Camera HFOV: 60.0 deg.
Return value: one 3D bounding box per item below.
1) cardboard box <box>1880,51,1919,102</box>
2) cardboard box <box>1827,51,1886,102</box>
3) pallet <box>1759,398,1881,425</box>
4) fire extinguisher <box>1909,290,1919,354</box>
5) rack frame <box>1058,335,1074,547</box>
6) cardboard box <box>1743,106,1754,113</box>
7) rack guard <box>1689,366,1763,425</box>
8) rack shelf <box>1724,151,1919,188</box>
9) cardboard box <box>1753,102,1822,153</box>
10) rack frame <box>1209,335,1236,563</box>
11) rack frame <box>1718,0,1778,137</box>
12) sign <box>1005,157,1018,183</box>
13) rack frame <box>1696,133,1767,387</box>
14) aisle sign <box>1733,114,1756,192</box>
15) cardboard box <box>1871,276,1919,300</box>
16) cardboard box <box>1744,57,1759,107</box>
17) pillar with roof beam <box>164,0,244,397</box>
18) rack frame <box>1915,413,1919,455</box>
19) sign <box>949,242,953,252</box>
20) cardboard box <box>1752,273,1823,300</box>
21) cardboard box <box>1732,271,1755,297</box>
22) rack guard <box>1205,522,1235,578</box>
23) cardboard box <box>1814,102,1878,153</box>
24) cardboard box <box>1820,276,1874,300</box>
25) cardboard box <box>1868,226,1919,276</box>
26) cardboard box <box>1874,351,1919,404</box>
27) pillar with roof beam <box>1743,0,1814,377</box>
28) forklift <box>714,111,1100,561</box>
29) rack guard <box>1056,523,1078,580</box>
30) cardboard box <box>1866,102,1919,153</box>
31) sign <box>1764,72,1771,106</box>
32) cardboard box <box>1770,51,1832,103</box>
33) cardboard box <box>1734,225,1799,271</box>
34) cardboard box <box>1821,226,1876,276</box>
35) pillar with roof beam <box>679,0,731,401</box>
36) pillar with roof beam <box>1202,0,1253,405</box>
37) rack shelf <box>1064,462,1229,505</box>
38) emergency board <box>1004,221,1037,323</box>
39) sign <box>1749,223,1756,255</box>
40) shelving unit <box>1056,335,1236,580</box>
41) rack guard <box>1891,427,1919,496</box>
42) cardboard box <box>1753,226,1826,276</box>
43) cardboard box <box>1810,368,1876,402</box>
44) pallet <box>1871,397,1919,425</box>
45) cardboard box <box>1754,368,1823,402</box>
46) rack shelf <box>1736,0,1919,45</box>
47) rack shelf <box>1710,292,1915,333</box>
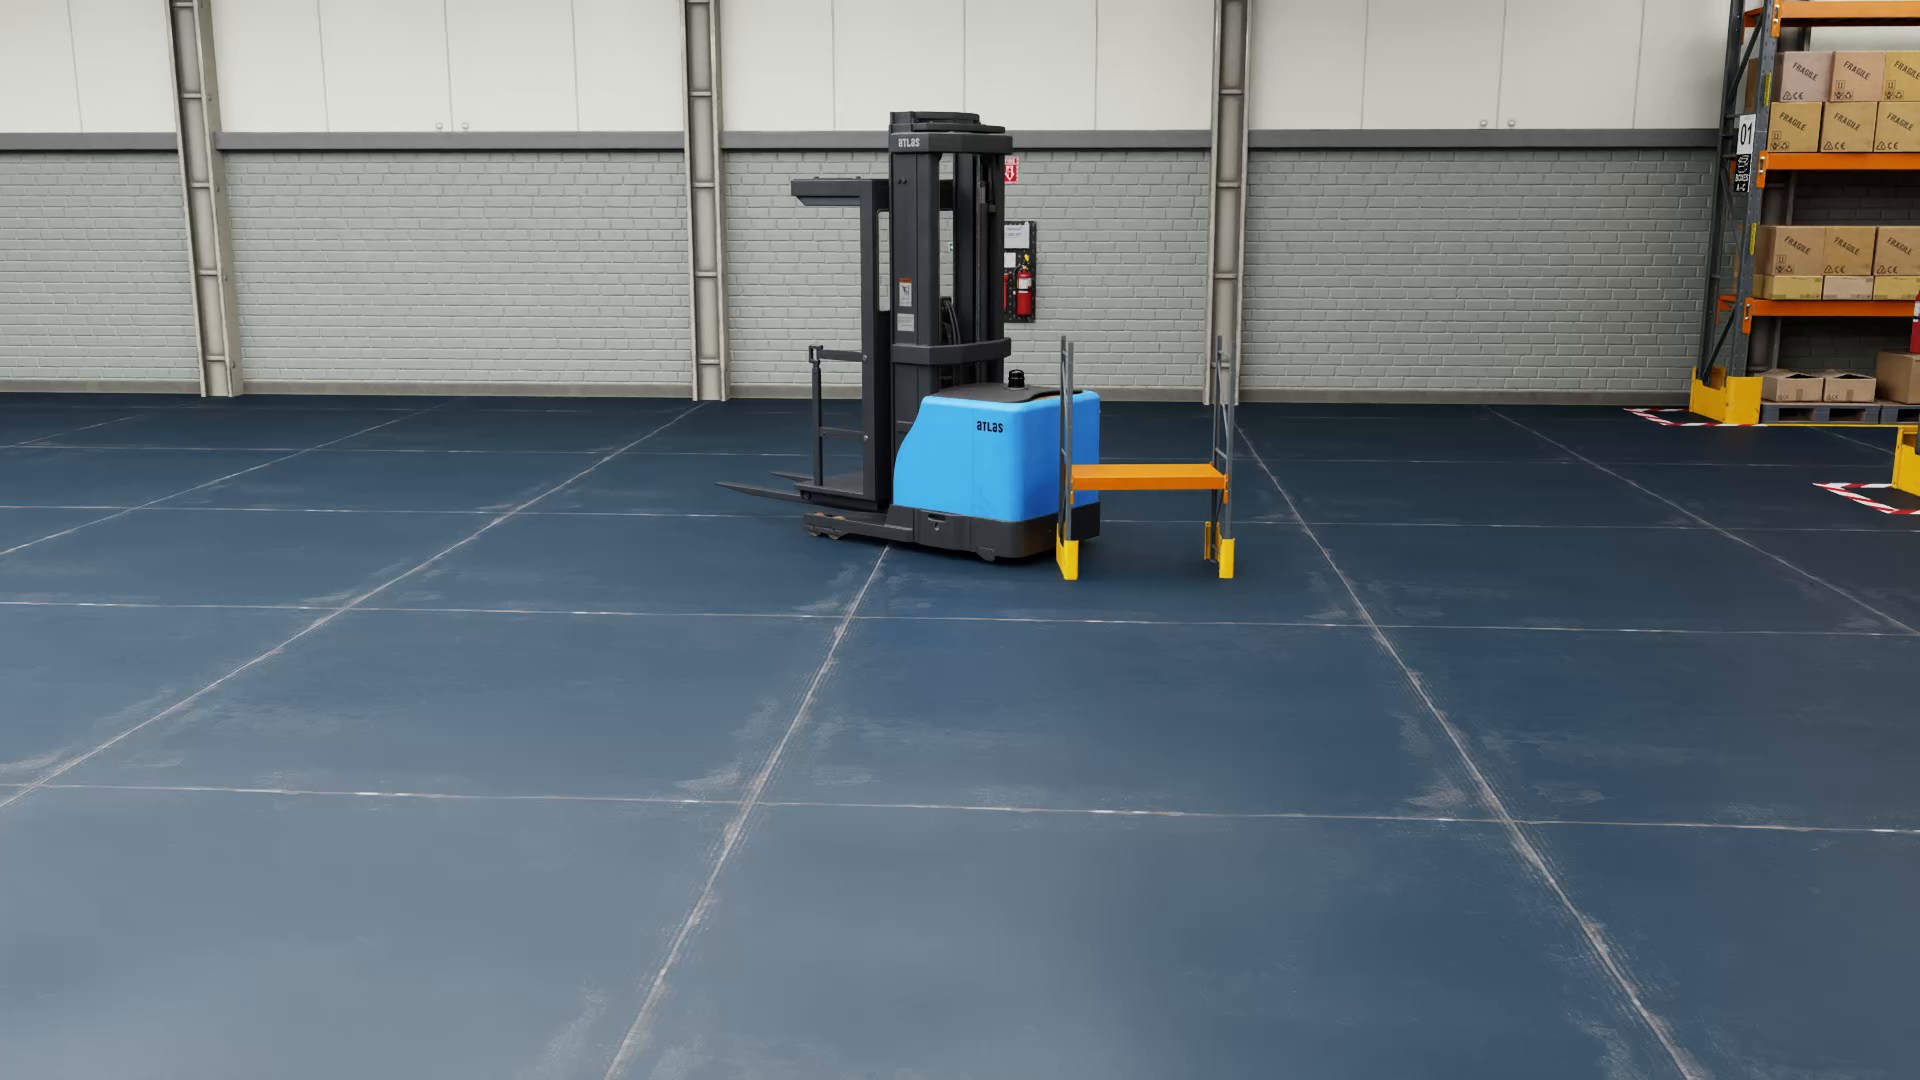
[{"bbox_3d":[9.644,-4.752,17.097,0.500,0.500,0.500,1,12,5],"label":"cardboard box"},{"bbox_3d":[9.132,-4.756,17.119,0.500,0.500,0.500,1,12,3],"label":"cardboard box"},{"bbox_3d":[9.151,-1.428,18.078,1.213,0.211,1.003,1,12,4],"label":"pallet"},{"bbox_3d":[7.853,-1.859,13.517,0.183,0.674,0.296,1,12,4],"label":"fire extinguisher"},{"bbox_3d":[0.678,-0.542,10.695,0.032,1.500,0.500,0,12,-2],"label":"rack frame"},{"bbox_3d":[8.700,-4.385,17.786,0.500,0.500,0.500,2,12,8],"label":"cardboard box"},{"bbox_3d":[8.343,-1.588,18.136,0.348,0.500,1.175,1,12,4],"label":"rack guard"},{"bbox_3d":[10.262,-3.901,17.521,4.000,0.370,1.077,1,12,4],"label":"rack shelf"},{"bbox_3d":[8.584,-4.283,17.300,0.500,0.500,0.500,1,12,5],"label":"cardboard box"},{"bbox_3d":[1.694,-0.550,10.734,0.032,1.500,0.500,0,12,-2],"label":"rack frame"},{"bbox_3d":[8.267,-5.749,17.271,0.127,3.000,1.000,1,12,4],"label":"rack frame"},{"bbox_3d":[0.572,-4.258,19.136,0.199,0.298,0.001,1,12,4],"label":"sign"},{"bbox_3d":[8.267,-2.812,17.886,0.127,3.000,1.000,1,12,4],"label":"rack frame"},{"bbox_3d":[8.175,-4.024,17.331,0.004,0.787,0.394,1,12,4],"label":"aisle sign"},{"bbox_3d":[9.759,-2.665,17.498,0.500,0.250,0.500,1,12,3],"label":"cardboard box"},{"bbox_3d":[8.714,-4.876,17.691,0.500,0.500,0.500,1,12,6],"label":"cardboard box"},{"bbox_3d":[-9.224,-5.283,15.043,0.400,9.000,9.100,1,12,4],"label":"pillar with roof beam"},{"bbox_3d":[7.939,-1.800,13.047,0.127,3.000,1.000,1,12,4],"label":"rack frame"},{"bbox_3d":[0.032,-3.407,19.346,0.331,0.109,0.001,1,12,4],"label":"sign"},{"bbox_3d":[8.732,-2.677,17.557,0.500,0.250,0.500,0,12,2],"label":"cardboard box"},{"bbox_3d":[8.746,-2.782,18.058,0.500,0.250,0.500,1,12,5],"label":"cardboard box"},{"bbox_3d":[1.693,0.062,10.862,0.087,0.250,0.587,0,12,-2],"label":"rack guard"},{"bbox_3d":[9.117,-4.269,17.230,0.500,0.500,0.500,2,12,8],"label":"cardboard box"},{"bbox_3d":[9.252,-2.673,17.537,0.500,0.250,0.500,0,12,2],"label":"cardboard box"},{"bbox_3d":[9.731,-3.030,17.415,0.500,0.500,0.500,0,12,2],"label":"cardboard box"},{"bbox_3d":[10.249,-1.748,17.829,0.500,0.500,0.700,0,12,0],"label":"cardboard box"},{"bbox_3d":[8.735,-5.036,13.866,0.400,9.000,9.100,1,12,4],"label":"pillar with roof beam"},{"bbox_3d":[-0.494,-1.515,11.851,3.031,2.935,1.130,9,15,37],"label":"forklift"},{"bbox_3d":[0.698,0.070,10.824,0.087,0.250,0.587,0,12,-2],"label":"rack guard"},{"bbox_3d":[9.636,-4.262,17.200,0.500,0.500,0.500,1,12,6],"label":"cardboard box"},{"bbox_3d":[8.231,-4.597,16.959,0.005,0.325,0.100,1,12,4],"label":"sign"},{"bbox_3d":[8.635,-4.774,17.201,0.500,0.500,0.500,0,12,0],"label":"cardboard box"},{"bbox_3d":[8.751,-3.153,17.999,0.500,0.500,0.500,1,12,3],"label":"cardboard box"},{"bbox_3d":[9.216,-3.039,17.455,0.500,0.500,0.500,1,12,4],"label":"cardboard box"},{"bbox_3d":[-3.238,-5.200,14.651,0.400,9.000,9.100,1,12,4],"label":"pillar with roof beam"},{"bbox_3d":[2.749,-5.118,14.258,0.400,9.000,9.100,1,12,4],"label":"pillar with roof beam"},{"bbox_3d":[1.186,-0.370,10.751,1.000,0.185,0.538,0,12,-2],"label":"rack shelf"},{"bbox_3d":[0.573,-3.103,19.276,0.643,1.169,0.194,1,12,4],"label":"emergency board"},{"bbox_3d":[8.231,-3.125,17.267,0.005,0.325,0.100,1,12,4],"label":"sign"},{"bbox_3d":[1.195,-0.546,10.715,1.083,1.500,0.587,0,12,-2],"label":"shelving unit"},{"bbox_3d":[7.916,-0.577,13.305,0.348,0.500,1.175,1,12,4],"label":"rack guard"},{"bbox_3d":[8.723,-3.048,17.497,0.500,0.500,0.500,1,12,4],"label":"cardboard box"},{"bbox_3d":[9.520,-1.676,17.945,0.500,0.311,0.500,2,12,8],"label":"cardboard box"},{"bbox_3d":[10.365,-1.411,17.996,1.213,0.211,1.003,1,12,4],"label":"pallet"},{"bbox_3d":[8.951,-1.684,17.983,0.500,0.311,0.500,-1,12,-3],"label":"cardboard box"},{"bbox_3d":[10.262,-5.367,17.214,4.000,0.370,1.077,1,12,4],"label":"rack shelf"},{"bbox_3d":[10.262,-2.433,17.828,4.000,0.370,1.077,1,12,4],"label":"rack shelf"}]
